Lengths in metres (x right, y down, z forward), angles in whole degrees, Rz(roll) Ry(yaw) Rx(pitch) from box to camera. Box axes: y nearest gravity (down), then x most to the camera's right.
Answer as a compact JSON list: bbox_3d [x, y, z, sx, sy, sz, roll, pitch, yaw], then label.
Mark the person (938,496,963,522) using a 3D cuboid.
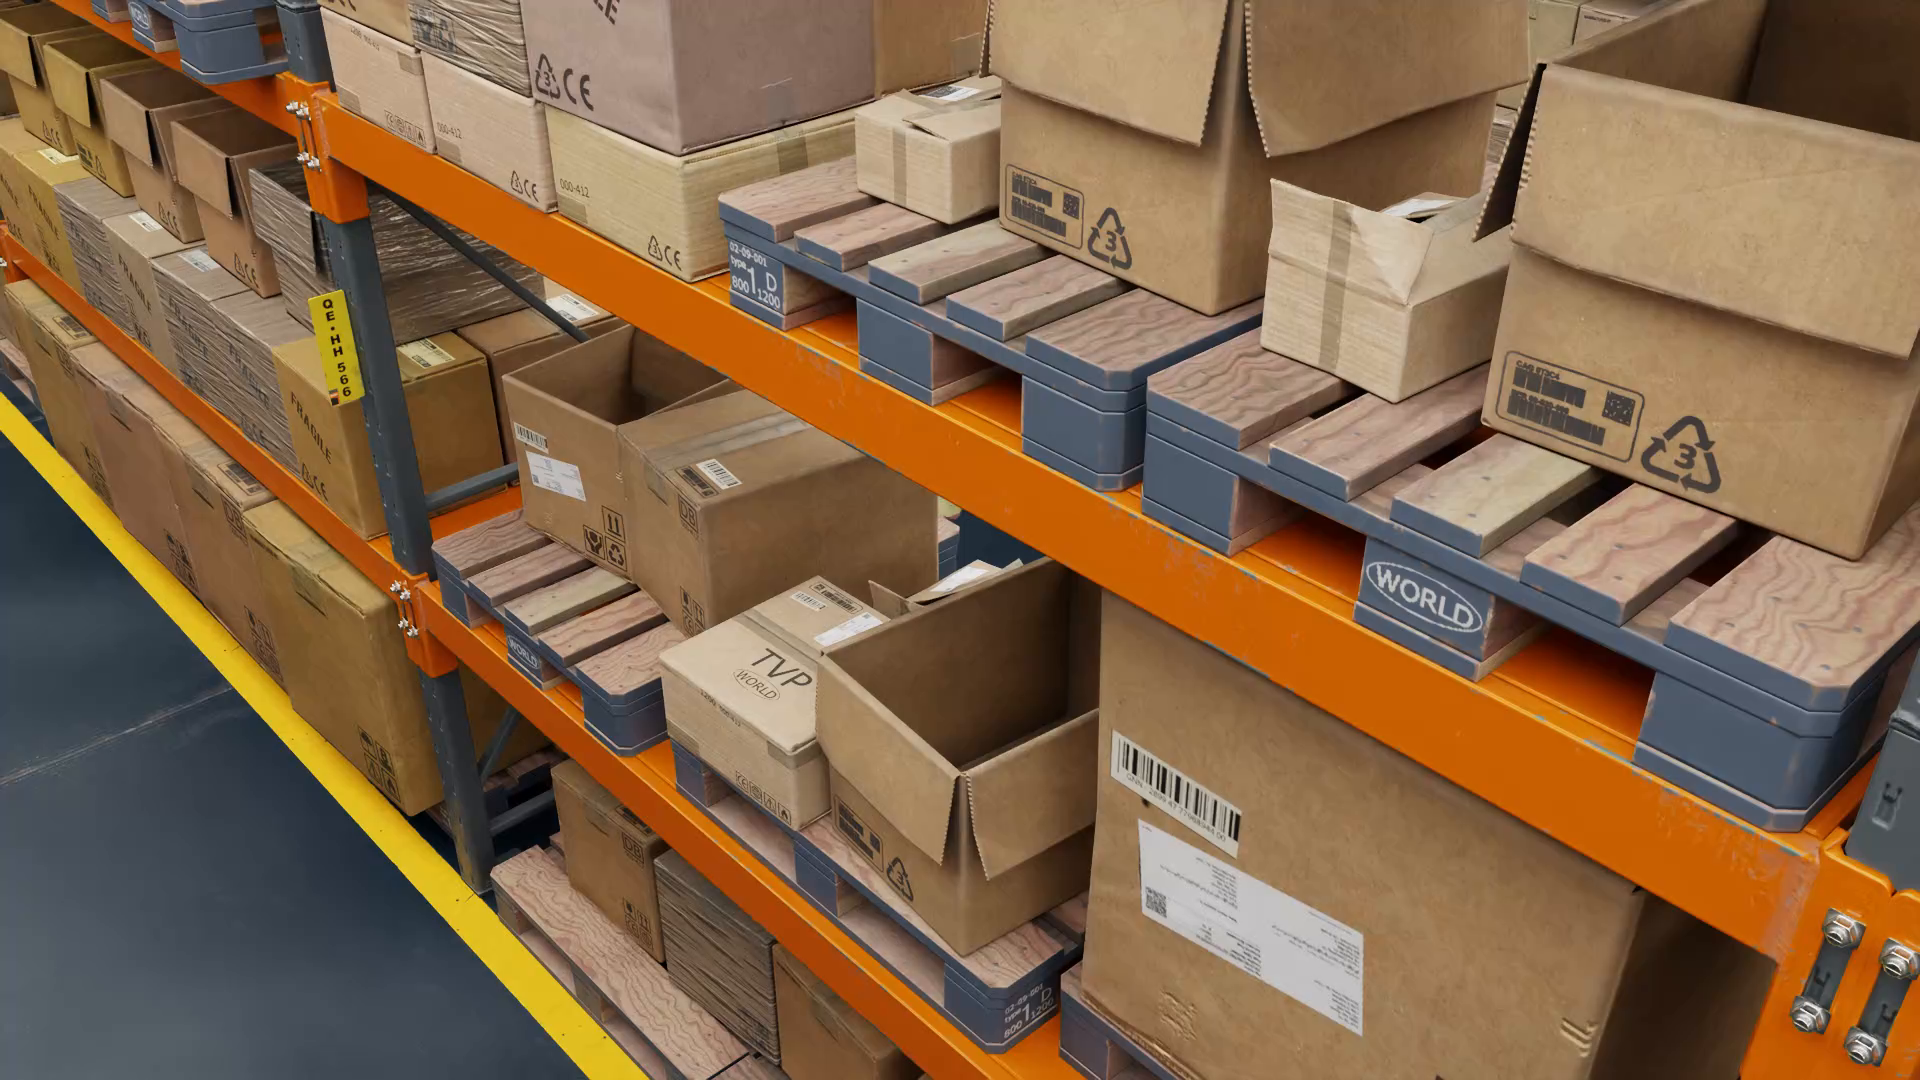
[{"bbox_3d":[-0.348,-0.233,7.327,0.484,0.819,0.802,-26,40,-35],"label":"person"}]
